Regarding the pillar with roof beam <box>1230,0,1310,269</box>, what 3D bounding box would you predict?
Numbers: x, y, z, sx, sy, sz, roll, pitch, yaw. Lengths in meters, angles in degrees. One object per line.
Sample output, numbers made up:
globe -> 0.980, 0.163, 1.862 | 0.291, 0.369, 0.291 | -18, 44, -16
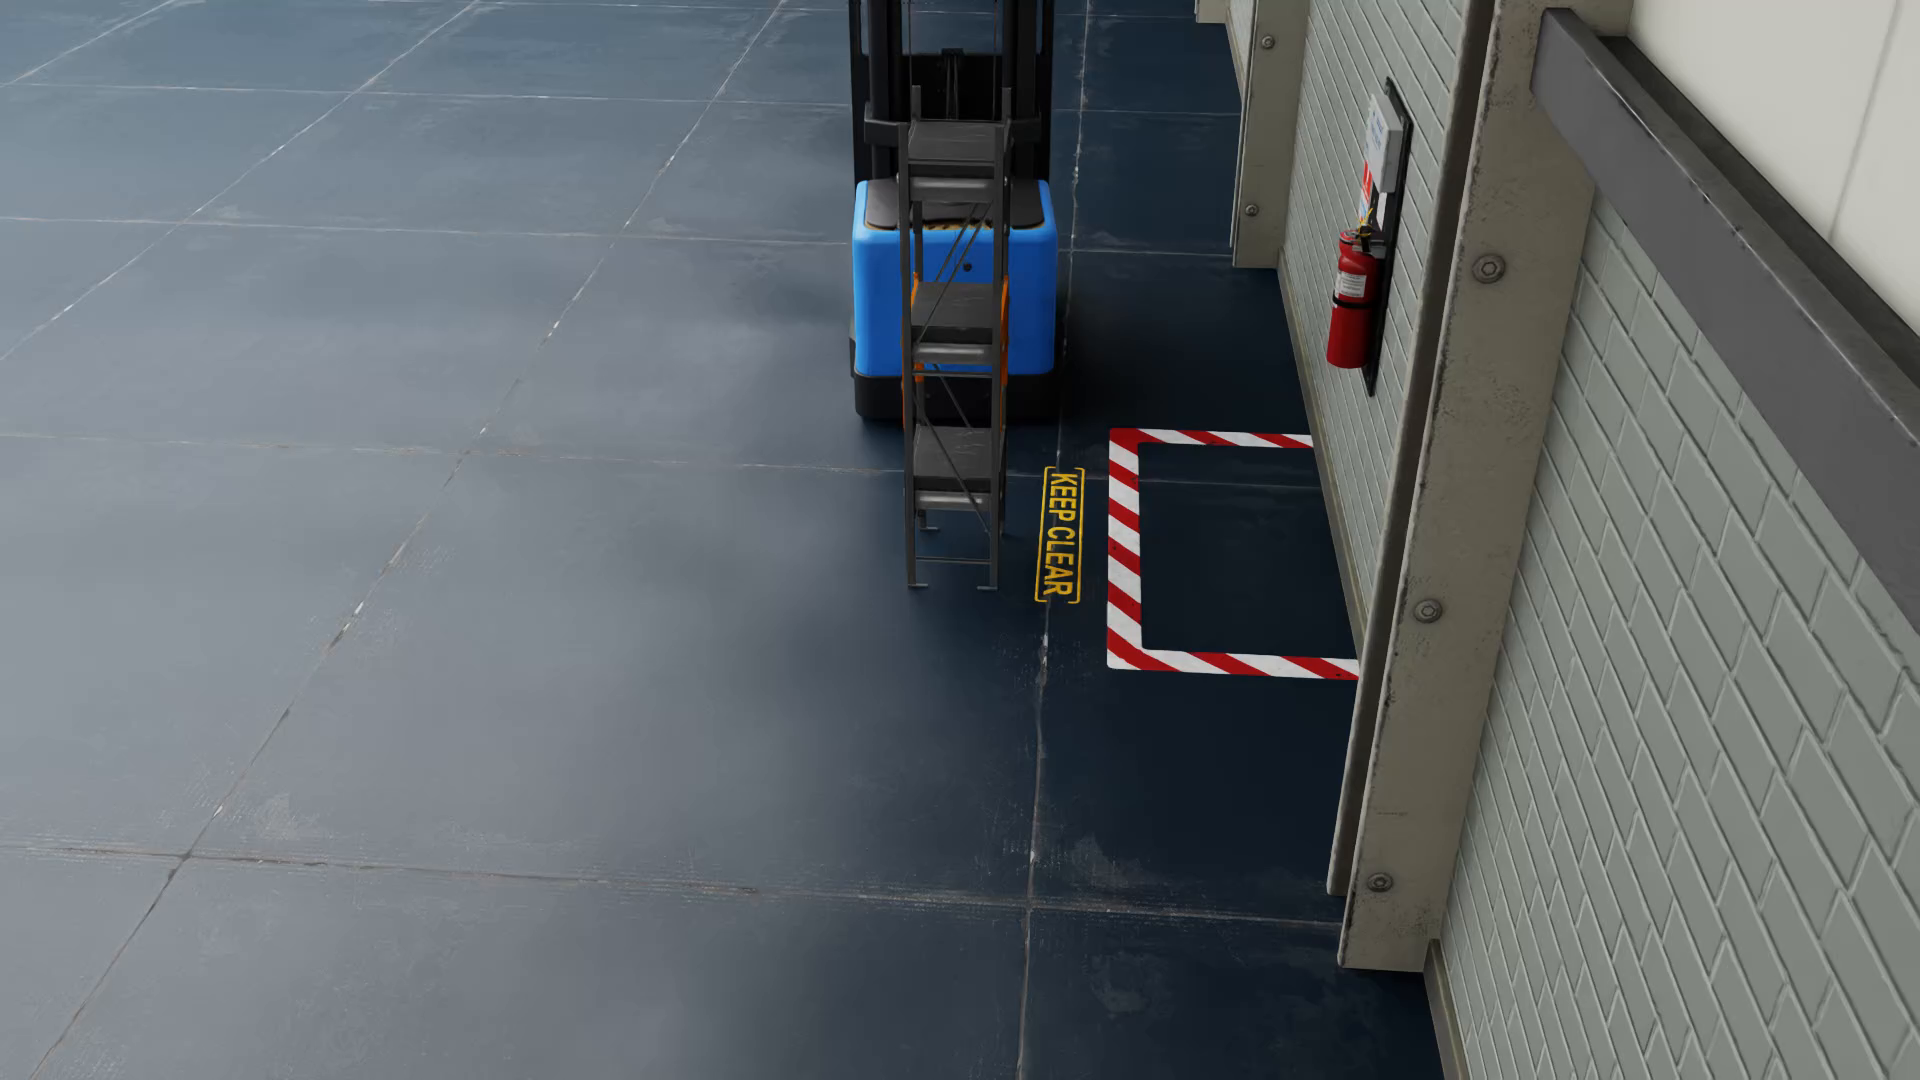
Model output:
pillar with roof beam -> -2.385, -5.845, 8.656 | 9.100, 9.000, 0.400 | 2, 32, 4

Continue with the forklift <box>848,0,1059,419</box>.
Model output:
forklift -> -0.051, -2.615, 9.200 | 1.130, 2.935, 3.031 | -1, 32, -1

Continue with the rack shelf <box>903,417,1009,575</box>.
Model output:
rack shelf -> -0.013, -0.200, 7.433 | 0.431, 0.518, 0.480 | 2, 32, 4

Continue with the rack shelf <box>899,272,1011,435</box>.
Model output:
rack shelf -> -0.013, -0.796, 7.066 | 0.431, 0.518, 0.480 | 2, 32, 4

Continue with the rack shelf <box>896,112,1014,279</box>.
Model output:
rack shelf -> -0.013, -1.392, 6.699 | 0.431, 0.518, 0.480 | 2, 32, 4

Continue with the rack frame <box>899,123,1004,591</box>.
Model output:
rack frame -> -0.033, -0.680, 6.852 | 0.400, 2.100, 0.015 | 2, 32, 4

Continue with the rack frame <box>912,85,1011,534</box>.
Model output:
rack frame -> 0.006, -0.935, 7.266 | 0.400, 2.100, 0.015 | 2, 32, 4

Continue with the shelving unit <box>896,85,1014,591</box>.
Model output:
shelving unit -> -0.013, -0.807, 7.059 | 0.431, 2.100, 0.503 | 2, 32, 4

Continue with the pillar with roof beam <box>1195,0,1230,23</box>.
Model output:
pillar with roof beam -> -1.897, -8.982, 13.747 | 9.100, 9.000, 0.400 | 2, 32, 4

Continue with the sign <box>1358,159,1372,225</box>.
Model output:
sign -> 1.804, -1.560, 7.388 | 0.001, 0.329, 0.234 | 2, 32, 4

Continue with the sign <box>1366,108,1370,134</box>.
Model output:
sign -> 1.795, -1.783, 7.246 | 0.001, 0.109, 0.331 | 2, 32, 4

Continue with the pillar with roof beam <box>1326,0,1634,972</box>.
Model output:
pillar with roof beam -> -2.874, -2.707, 3.566 | 9.100, 9.000, 0.400 | 2, 32, 4

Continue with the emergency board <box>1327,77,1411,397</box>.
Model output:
emergency board -> 1.656, -1.260, 6.935 | 0.194, 1.169, 0.643 | 2, 32, 4
